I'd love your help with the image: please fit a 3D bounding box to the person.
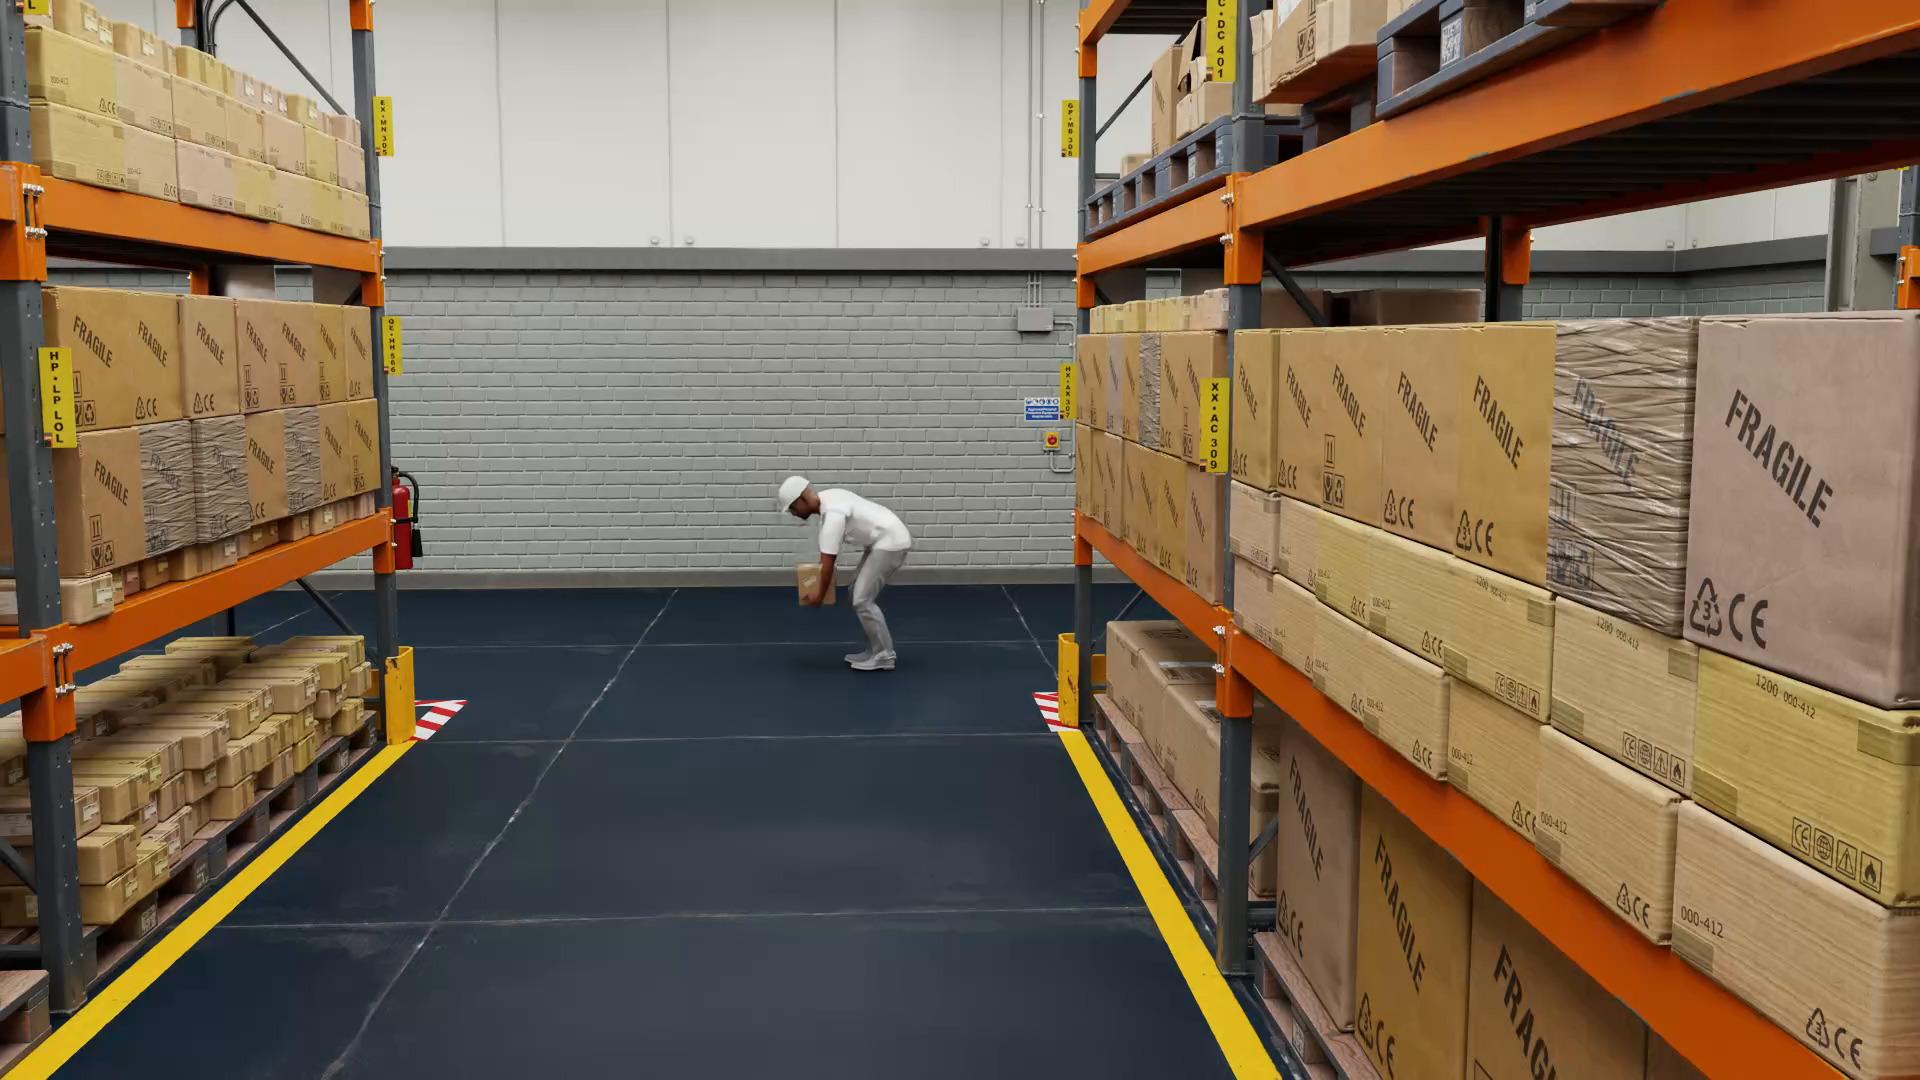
[{"bbox_3d":[-0.793,0.222,11.559,0.912,1.342,0.491,-1,7,-6],"label":"person"}]
